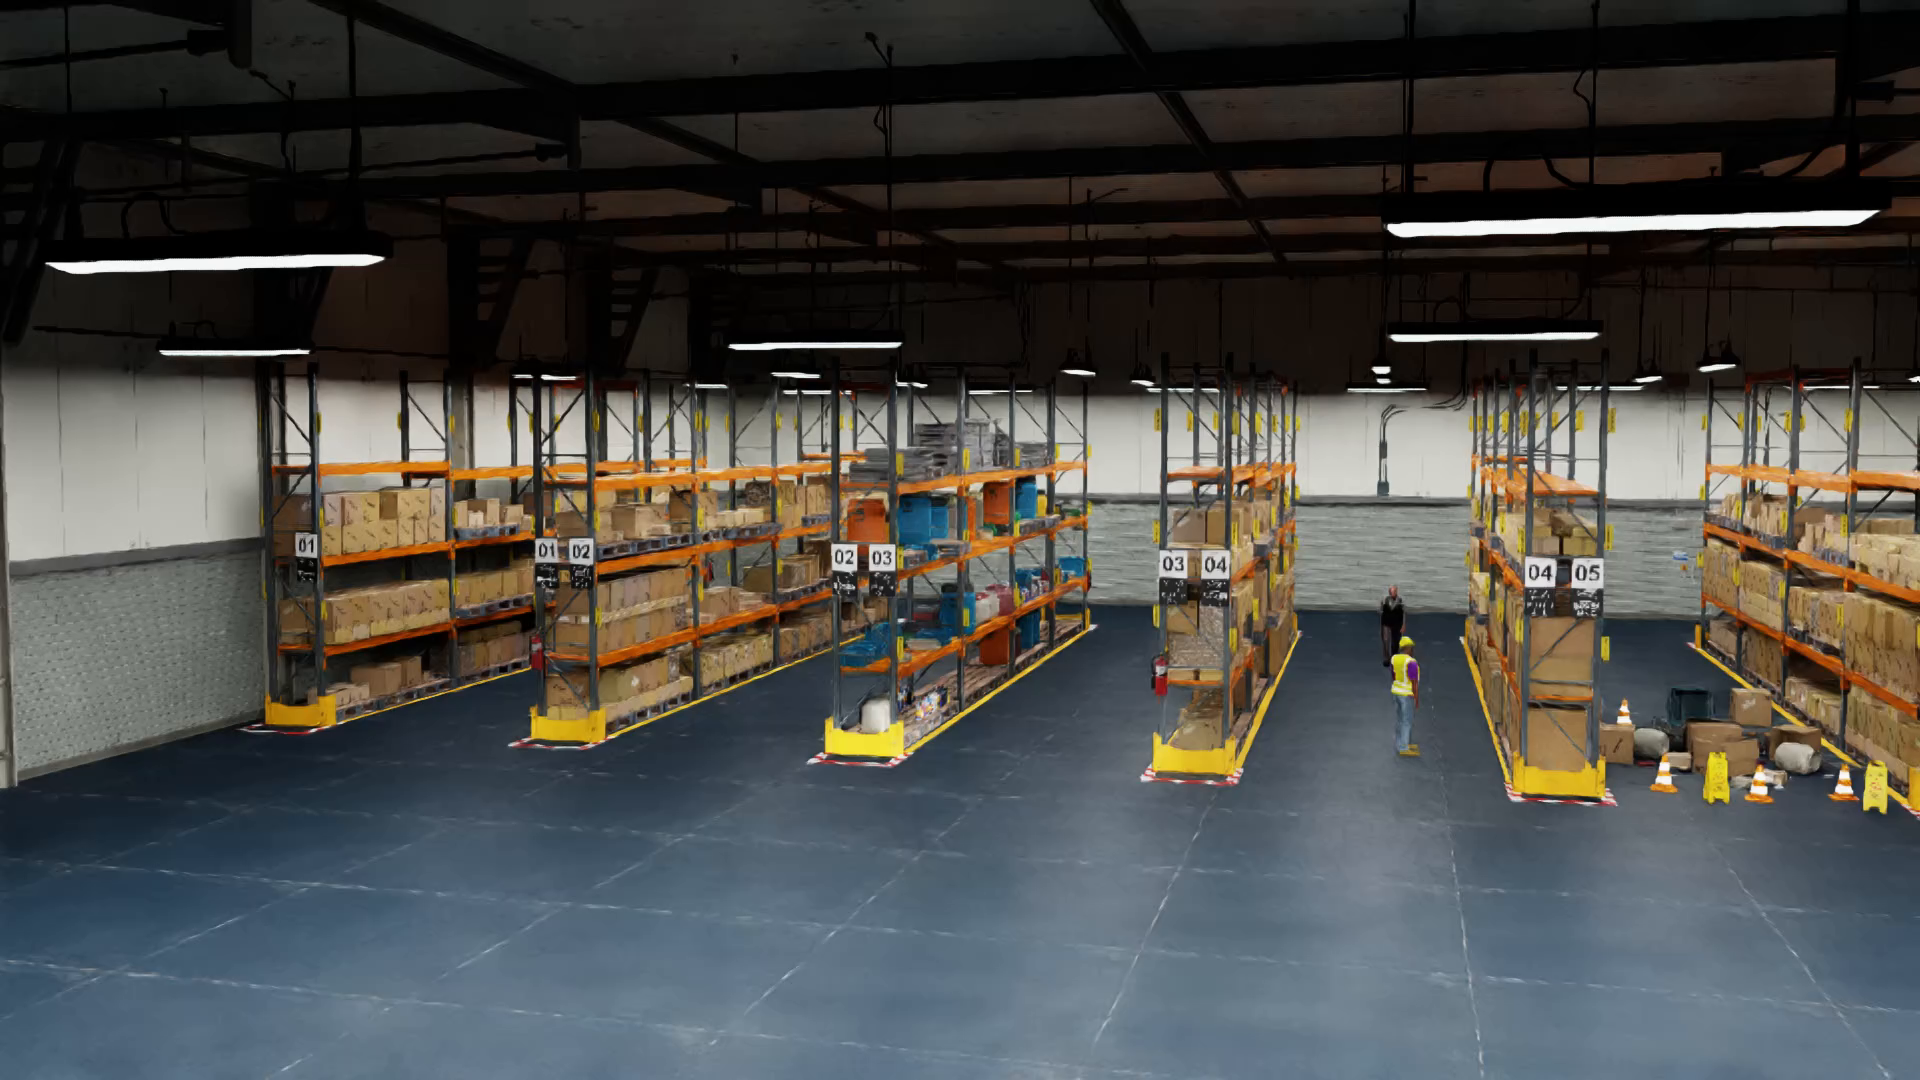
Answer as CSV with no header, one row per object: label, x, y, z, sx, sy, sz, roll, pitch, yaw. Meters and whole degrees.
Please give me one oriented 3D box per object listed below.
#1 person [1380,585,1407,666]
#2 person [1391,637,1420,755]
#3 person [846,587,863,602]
person,8.948,1.754,34.340,0.543,1.649,1.119,1,4,12
person,6.777,2.334,25.137,0.448,1.768,0.632,-1,4,-16
person,-2.777,1.090,44.188,0.639,1.588,0.531,-3,5,-38
